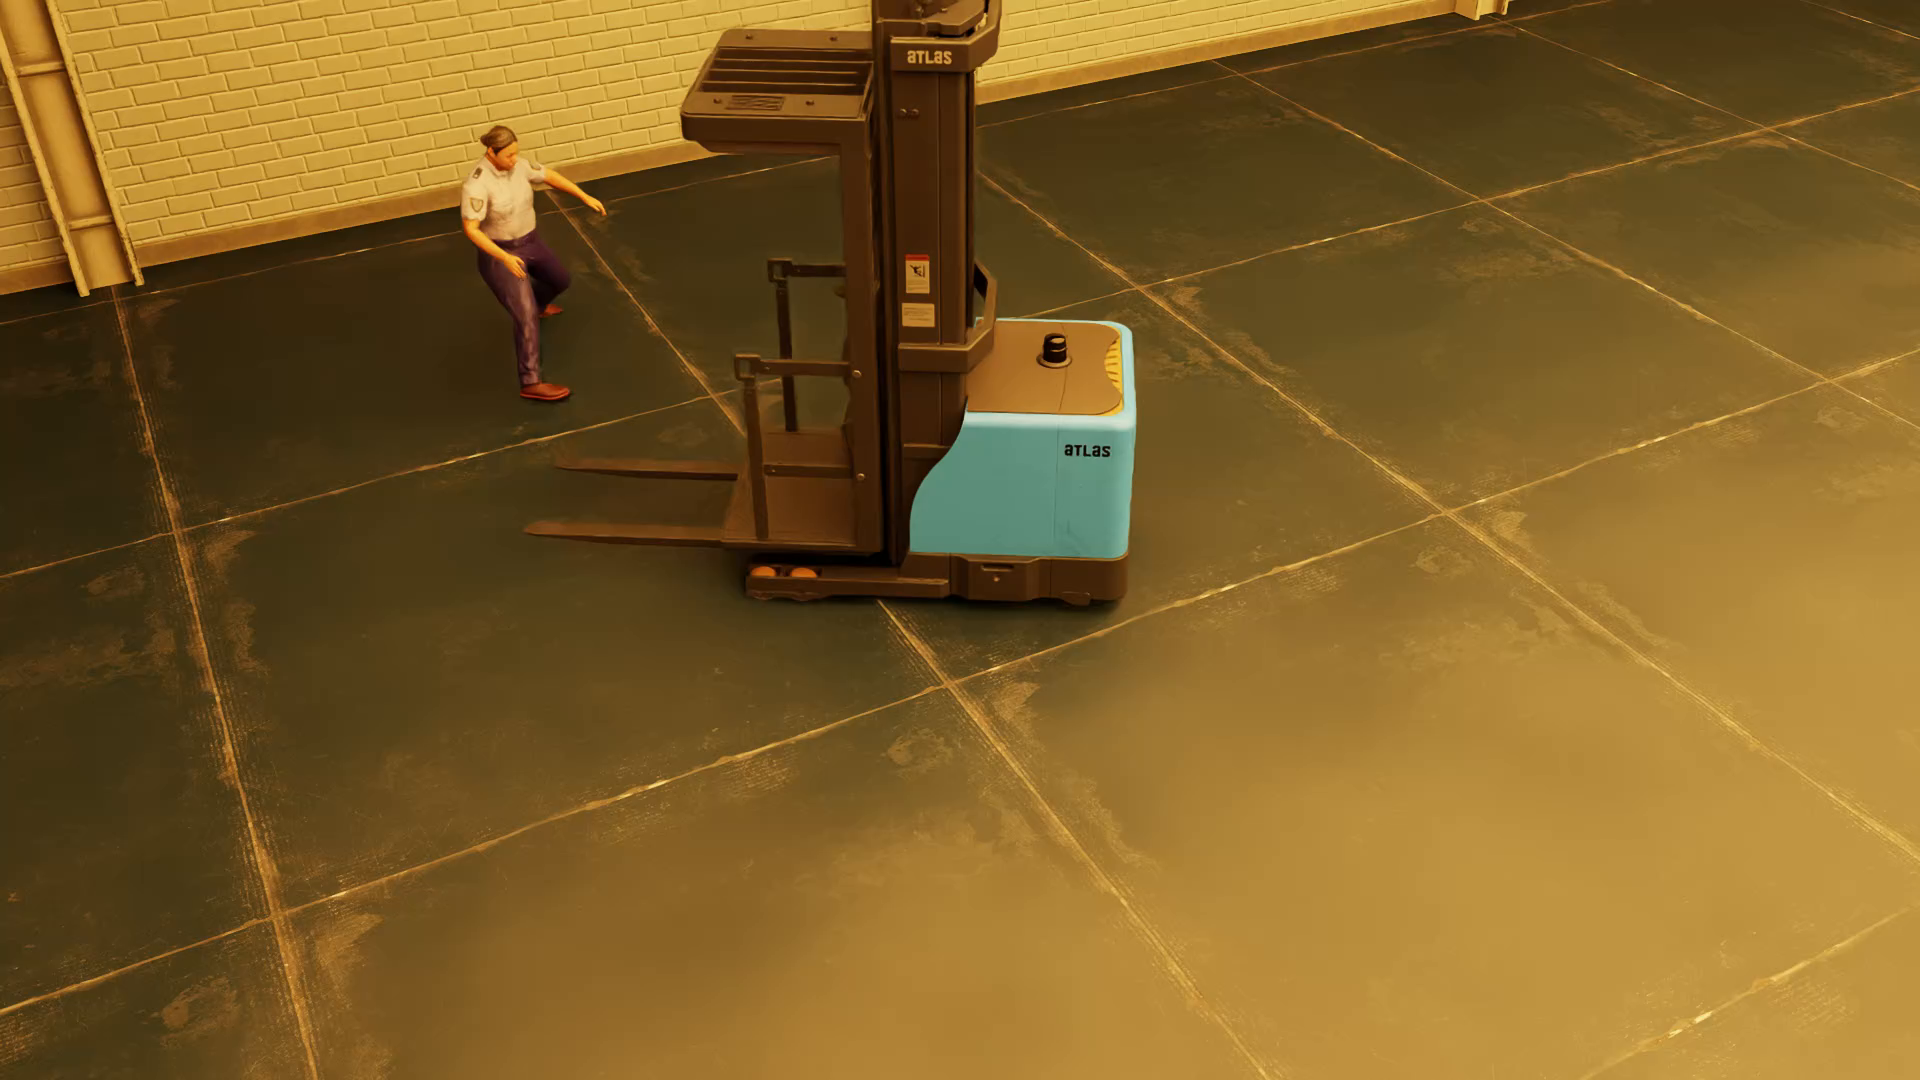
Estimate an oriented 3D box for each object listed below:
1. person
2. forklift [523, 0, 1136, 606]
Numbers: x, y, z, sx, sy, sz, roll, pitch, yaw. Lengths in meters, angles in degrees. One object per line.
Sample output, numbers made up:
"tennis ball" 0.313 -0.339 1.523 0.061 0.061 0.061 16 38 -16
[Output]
"person" -2.542 -1.734 9.878 0.931 1.501 1.058 16 38 21
"forklift" -0.663 -1.195 7.814 3.031 2.935 1.130 2 35 3
